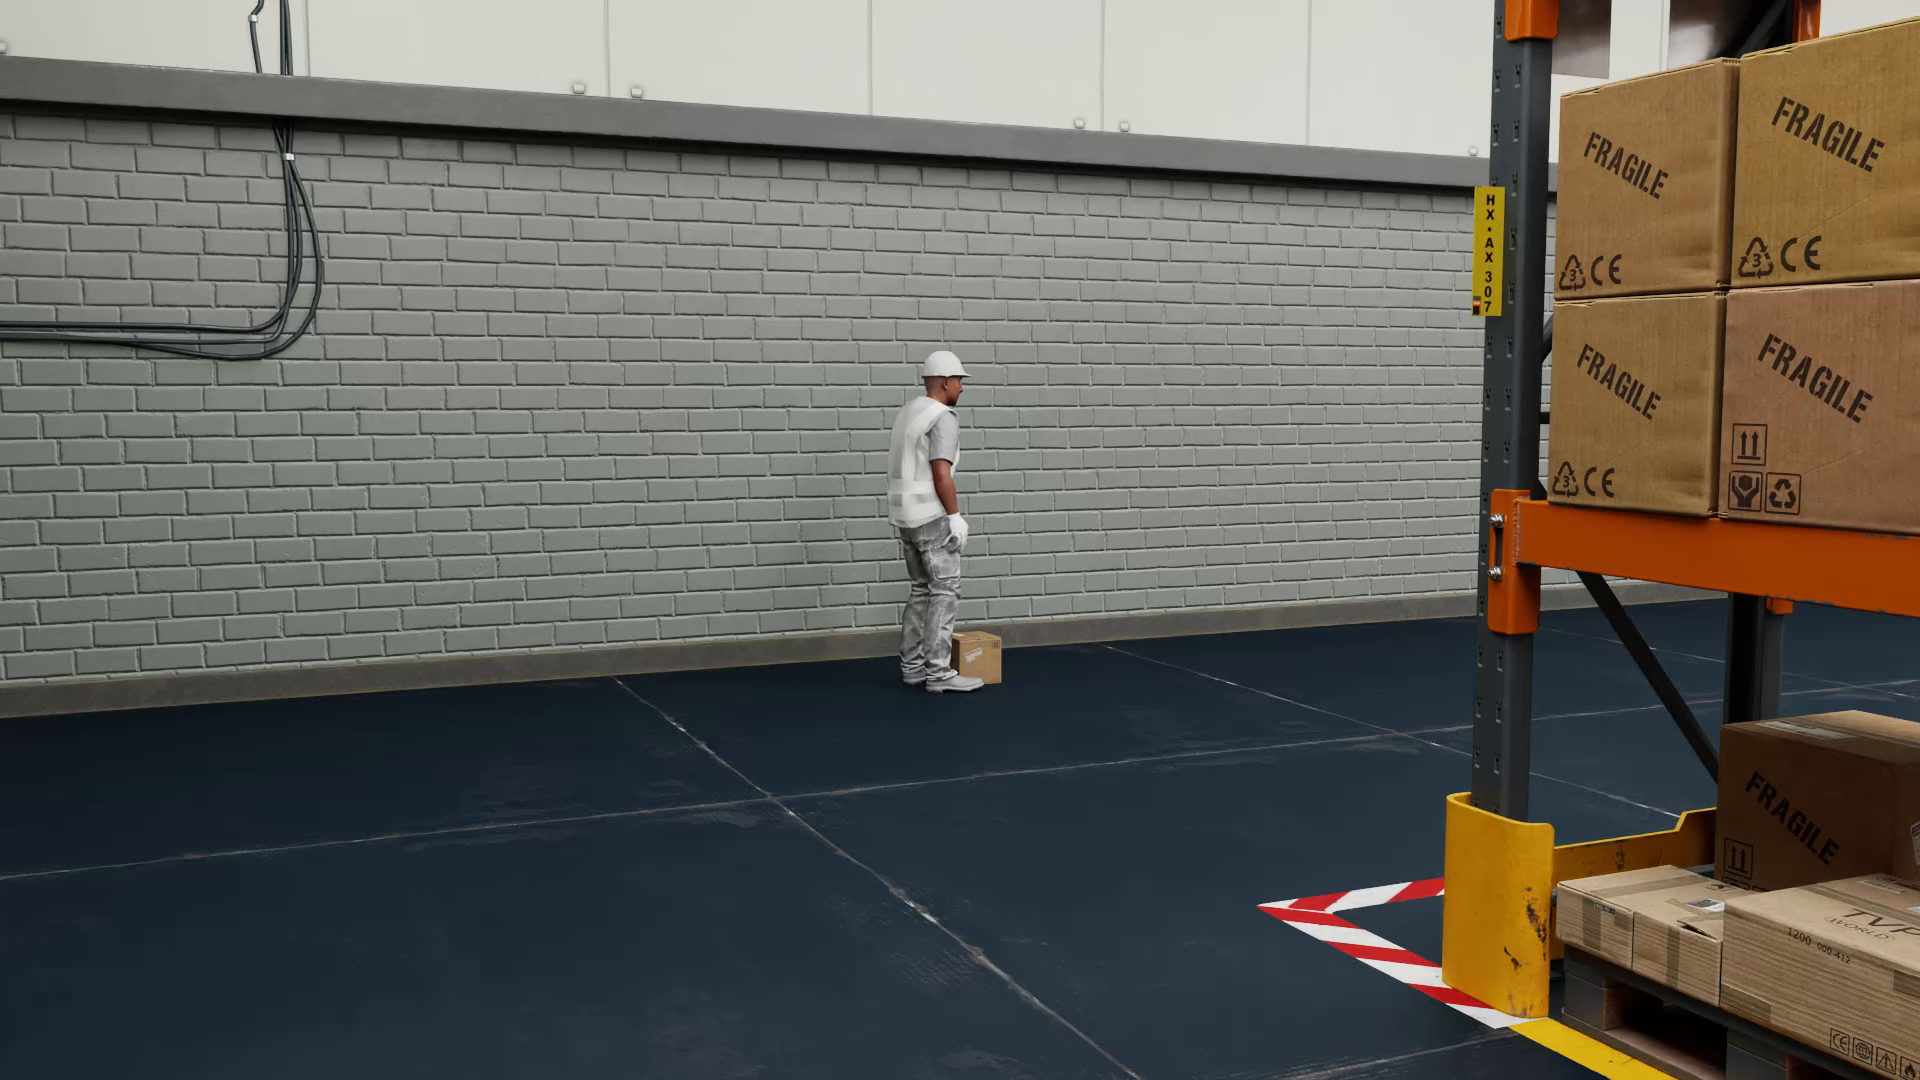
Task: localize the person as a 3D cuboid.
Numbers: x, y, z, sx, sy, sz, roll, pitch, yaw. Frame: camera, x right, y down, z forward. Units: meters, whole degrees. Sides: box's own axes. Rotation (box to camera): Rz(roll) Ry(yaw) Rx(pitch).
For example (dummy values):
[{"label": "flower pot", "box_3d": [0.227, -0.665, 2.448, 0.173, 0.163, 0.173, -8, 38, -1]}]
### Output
[{"label": "person", "box_3d": [-0.140, -0.106, 8.782, 0.449, 1.774, 0.617, -2, 6, -23]}]
